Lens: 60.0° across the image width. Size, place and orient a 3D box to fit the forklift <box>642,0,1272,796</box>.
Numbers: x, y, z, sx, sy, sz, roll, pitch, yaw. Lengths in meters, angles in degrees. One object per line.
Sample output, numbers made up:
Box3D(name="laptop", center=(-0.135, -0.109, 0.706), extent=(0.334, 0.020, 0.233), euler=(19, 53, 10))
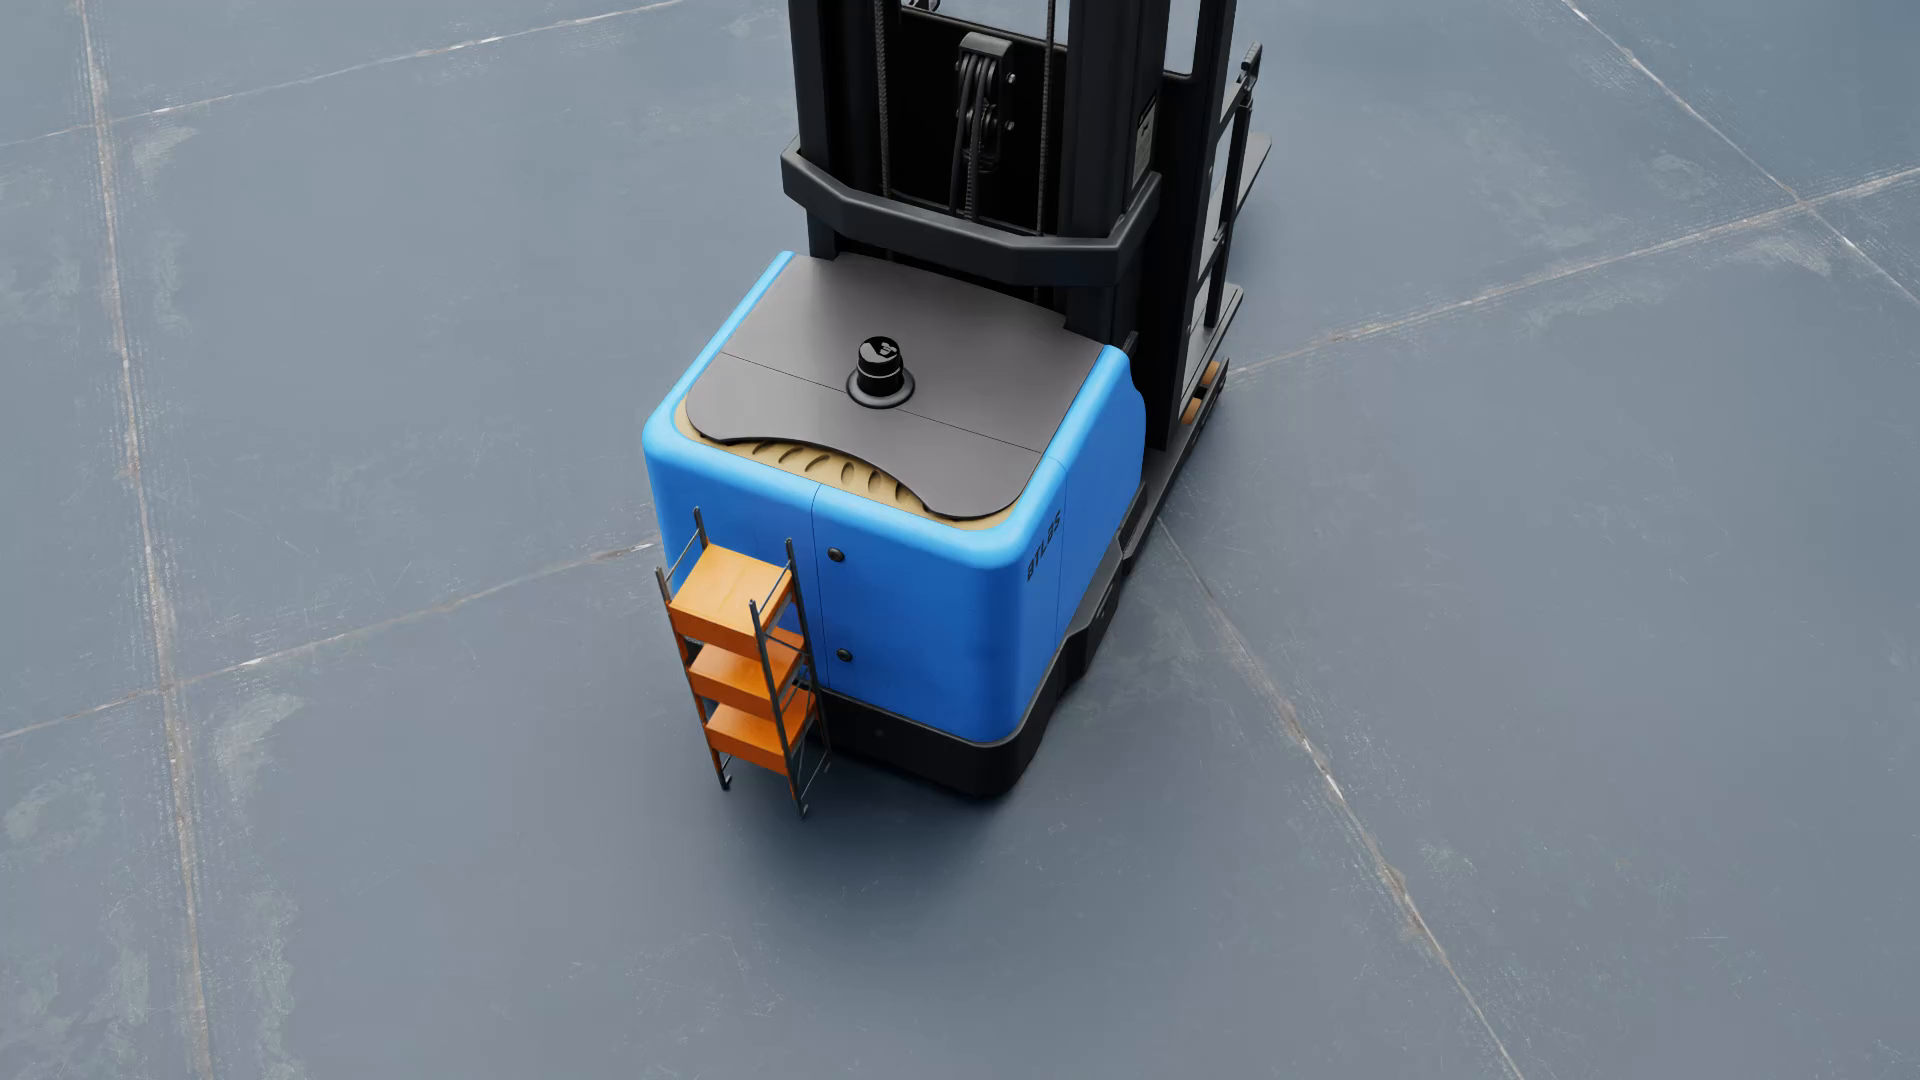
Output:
Box3D(name="forklift", center=(0.255, -1.392, 4.514), extent=(1.130, 2.935, 3.031), euler=(19, 52, 15))

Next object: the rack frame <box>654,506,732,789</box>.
Box3D(name="rack frame", center=(-0.641, 0.309, 4.283), extent=(0.008, 1.050, 0.200), euler=(18, 56, 15))

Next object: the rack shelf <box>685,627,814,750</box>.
Box3D(name="rack shelf", center=(-0.529, 0.352, 4.260), extent=(0.240, 0.259, 0.215), euler=(18, 56, 15))

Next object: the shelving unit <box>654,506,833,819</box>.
Box3D(name="shelving unit", center=(-0.529, 0.345, 4.251), extent=(0.252, 1.050, 0.215), euler=(18, 56, 15))

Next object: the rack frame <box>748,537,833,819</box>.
Box3D(name="rack frame", center=(-0.417, 0.382, 4.219), extent=(0.008, 1.050, 0.200), euler=(18, 56, 15))

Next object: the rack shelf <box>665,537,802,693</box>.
Box3D(name="rack shelf", center=(-0.538, 0.183, 4.032), extent=(0.240, 0.259, 0.215), euler=(18, 56, 15))

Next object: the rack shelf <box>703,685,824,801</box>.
Box3D(name="rack shelf", center=(-0.520, 0.517, 4.483), extent=(0.240, 0.259, 0.215), euler=(18, 56, 15))
